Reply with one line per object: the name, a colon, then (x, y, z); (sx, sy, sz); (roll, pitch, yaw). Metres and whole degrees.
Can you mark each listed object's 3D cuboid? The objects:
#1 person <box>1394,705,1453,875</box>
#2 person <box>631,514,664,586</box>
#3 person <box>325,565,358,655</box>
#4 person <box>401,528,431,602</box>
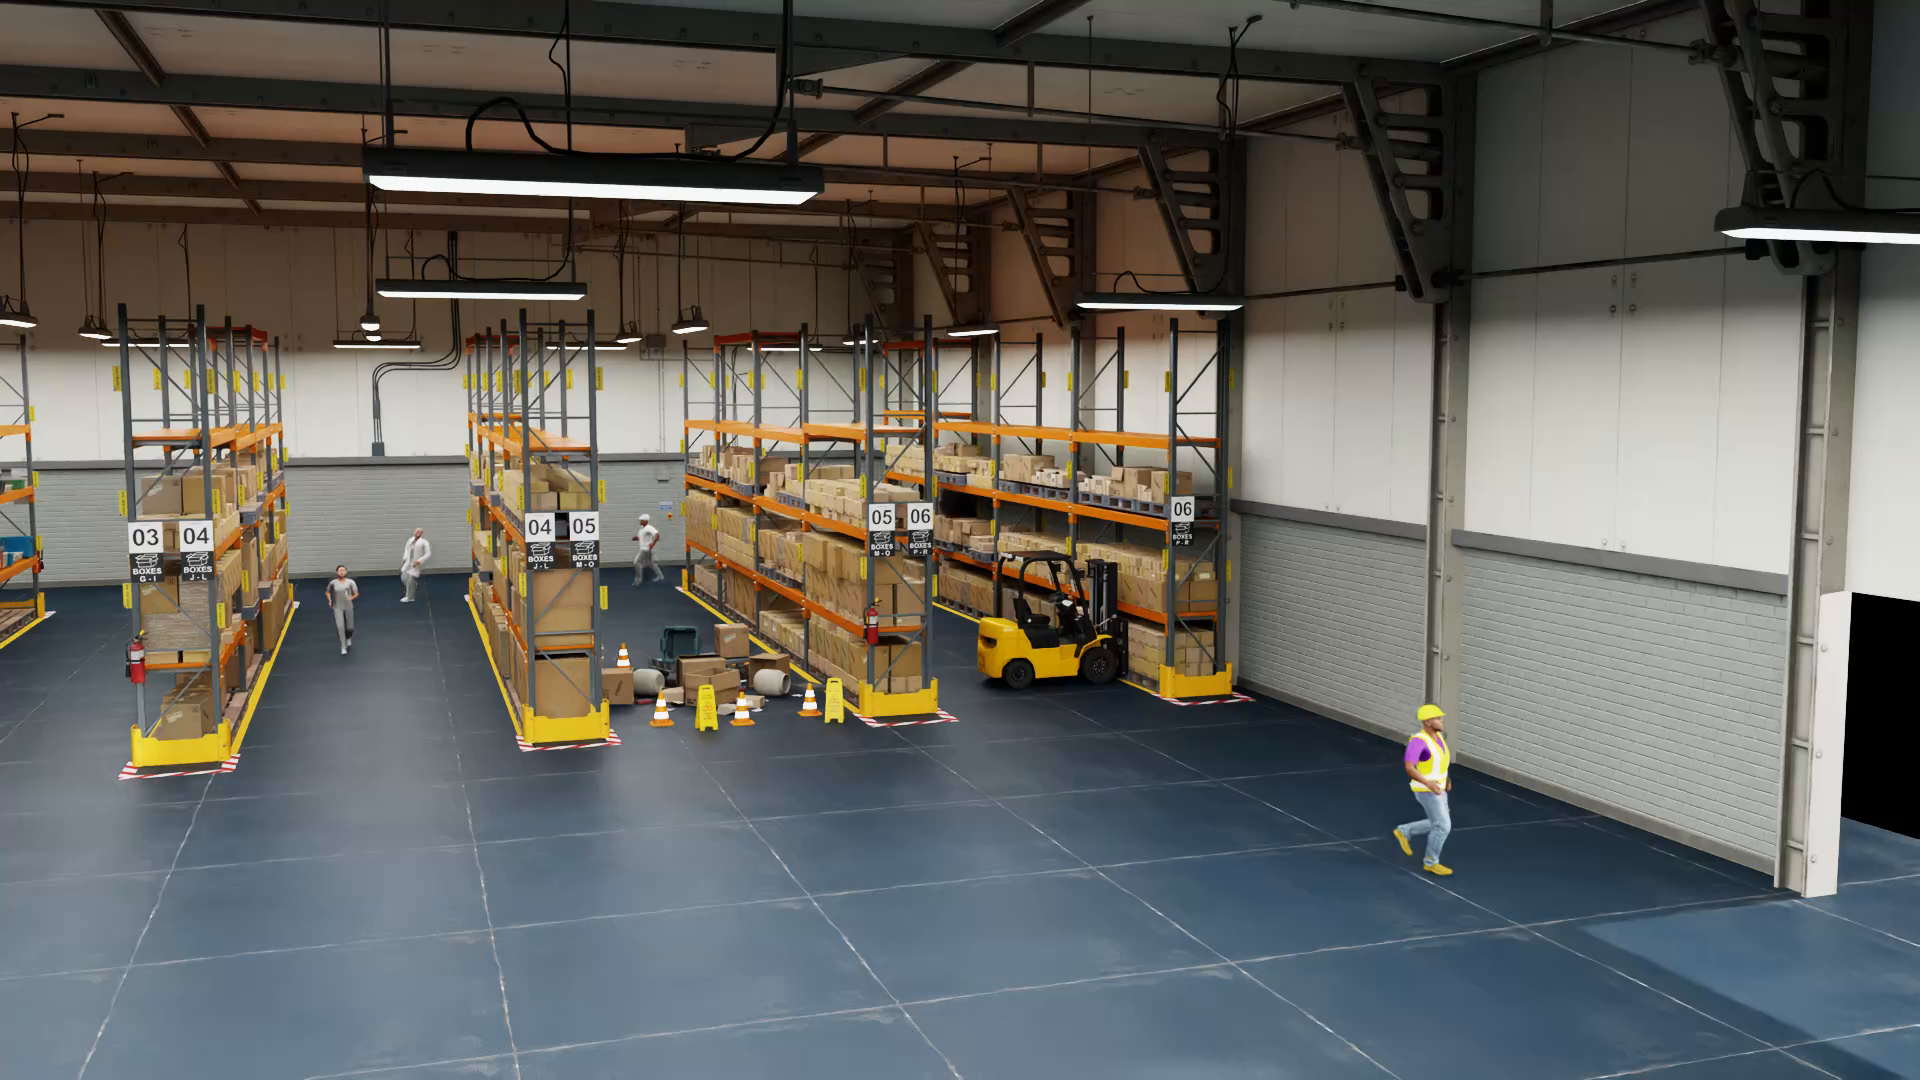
person: (4.743, 2.528, 17.014); (0.665, 1.722, 0.722); (4, 7, 35)
person: (-7.706, 0.253, 40.961); (0.825, 1.804, 0.746); (-1, 6, -15)
person: (-11.423, 1.271, 30.752); (0.575, 1.635, 0.802); (-2, 6, -22)
person: (-12.396, 0.566, 37.830); (0.735, 1.697, 0.565); (2, 6, 16)
